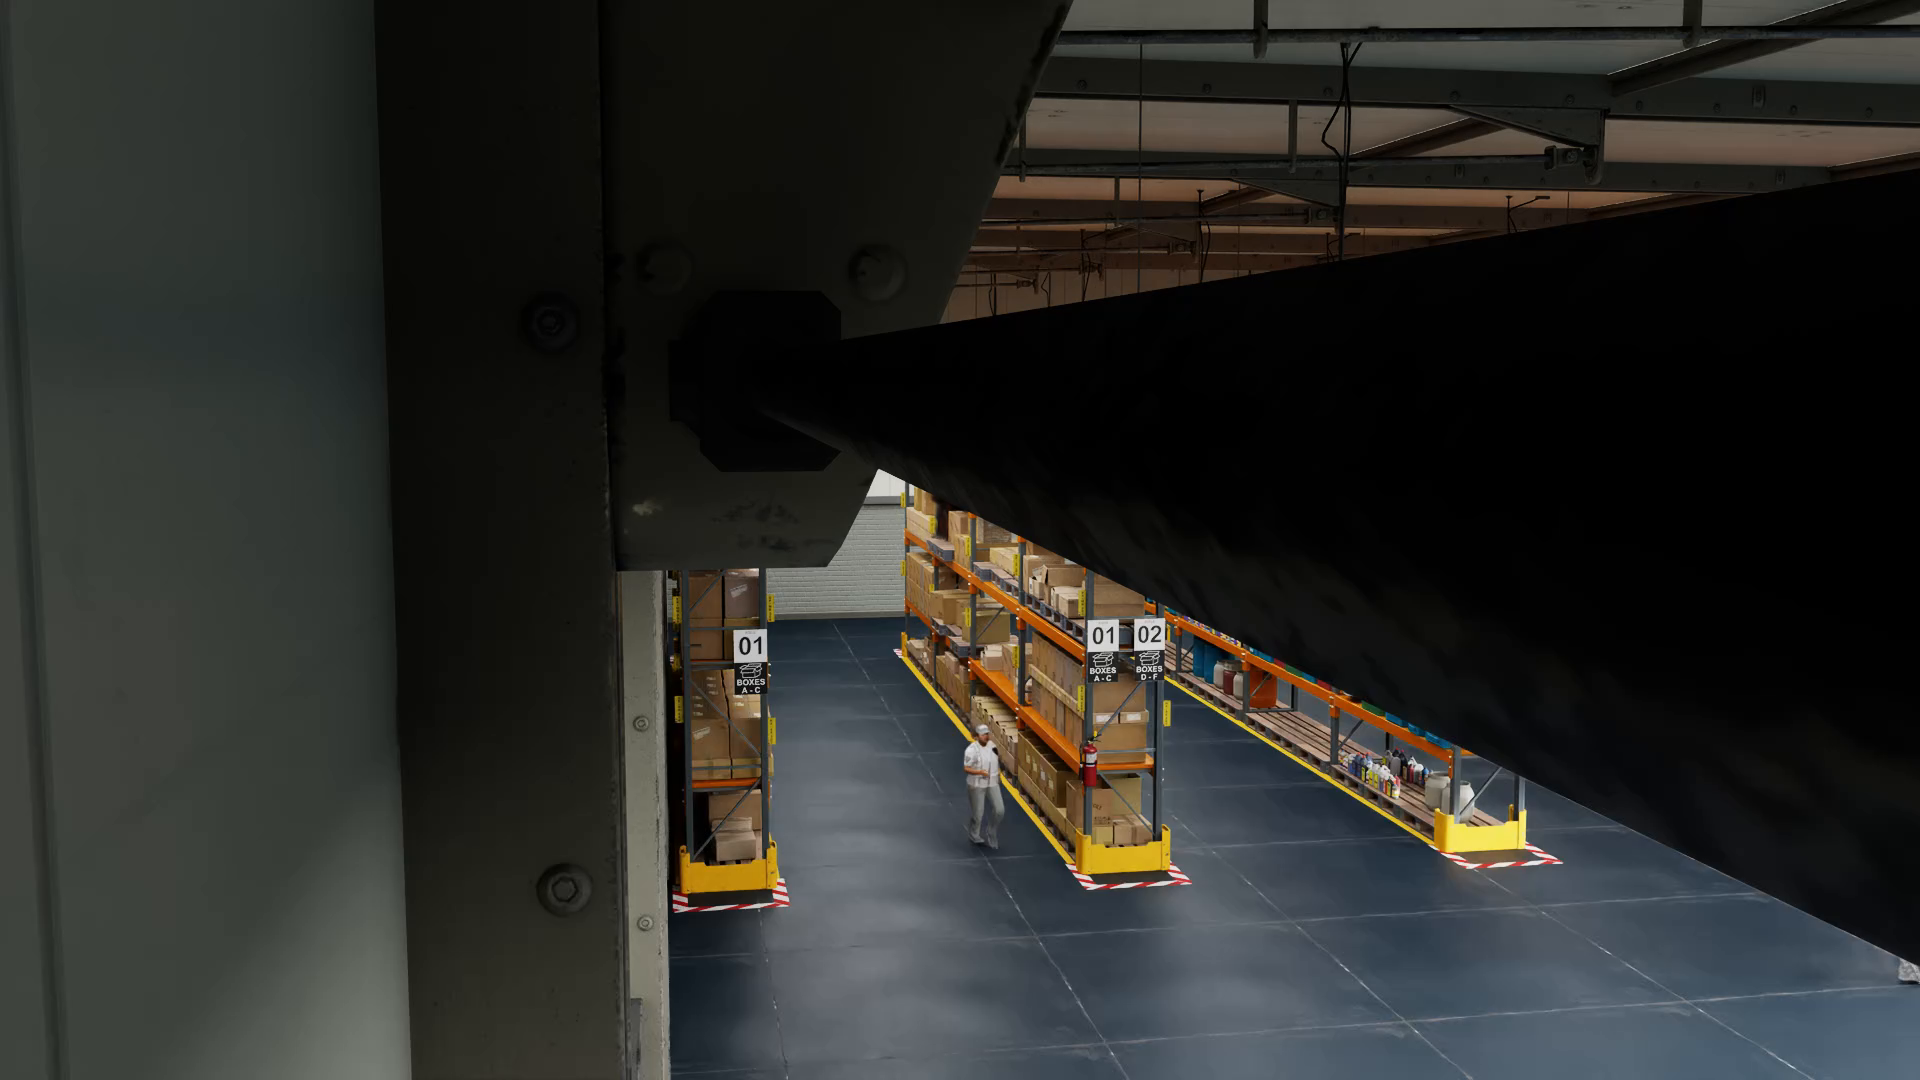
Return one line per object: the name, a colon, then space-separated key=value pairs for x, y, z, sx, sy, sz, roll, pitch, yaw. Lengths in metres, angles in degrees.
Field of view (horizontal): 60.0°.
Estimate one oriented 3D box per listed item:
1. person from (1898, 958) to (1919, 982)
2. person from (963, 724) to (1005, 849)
person: x=9.988 y=3.685 z=17.007 sx=0.634 sy=1.738 sz=0.668 roll=1 pitch=6 yaw=7
person: x=0.322 y=3.252 z=21.889 sx=0.580 sy=1.680 sz=0.685 roll=-3 pitch=6 yaw=-23
